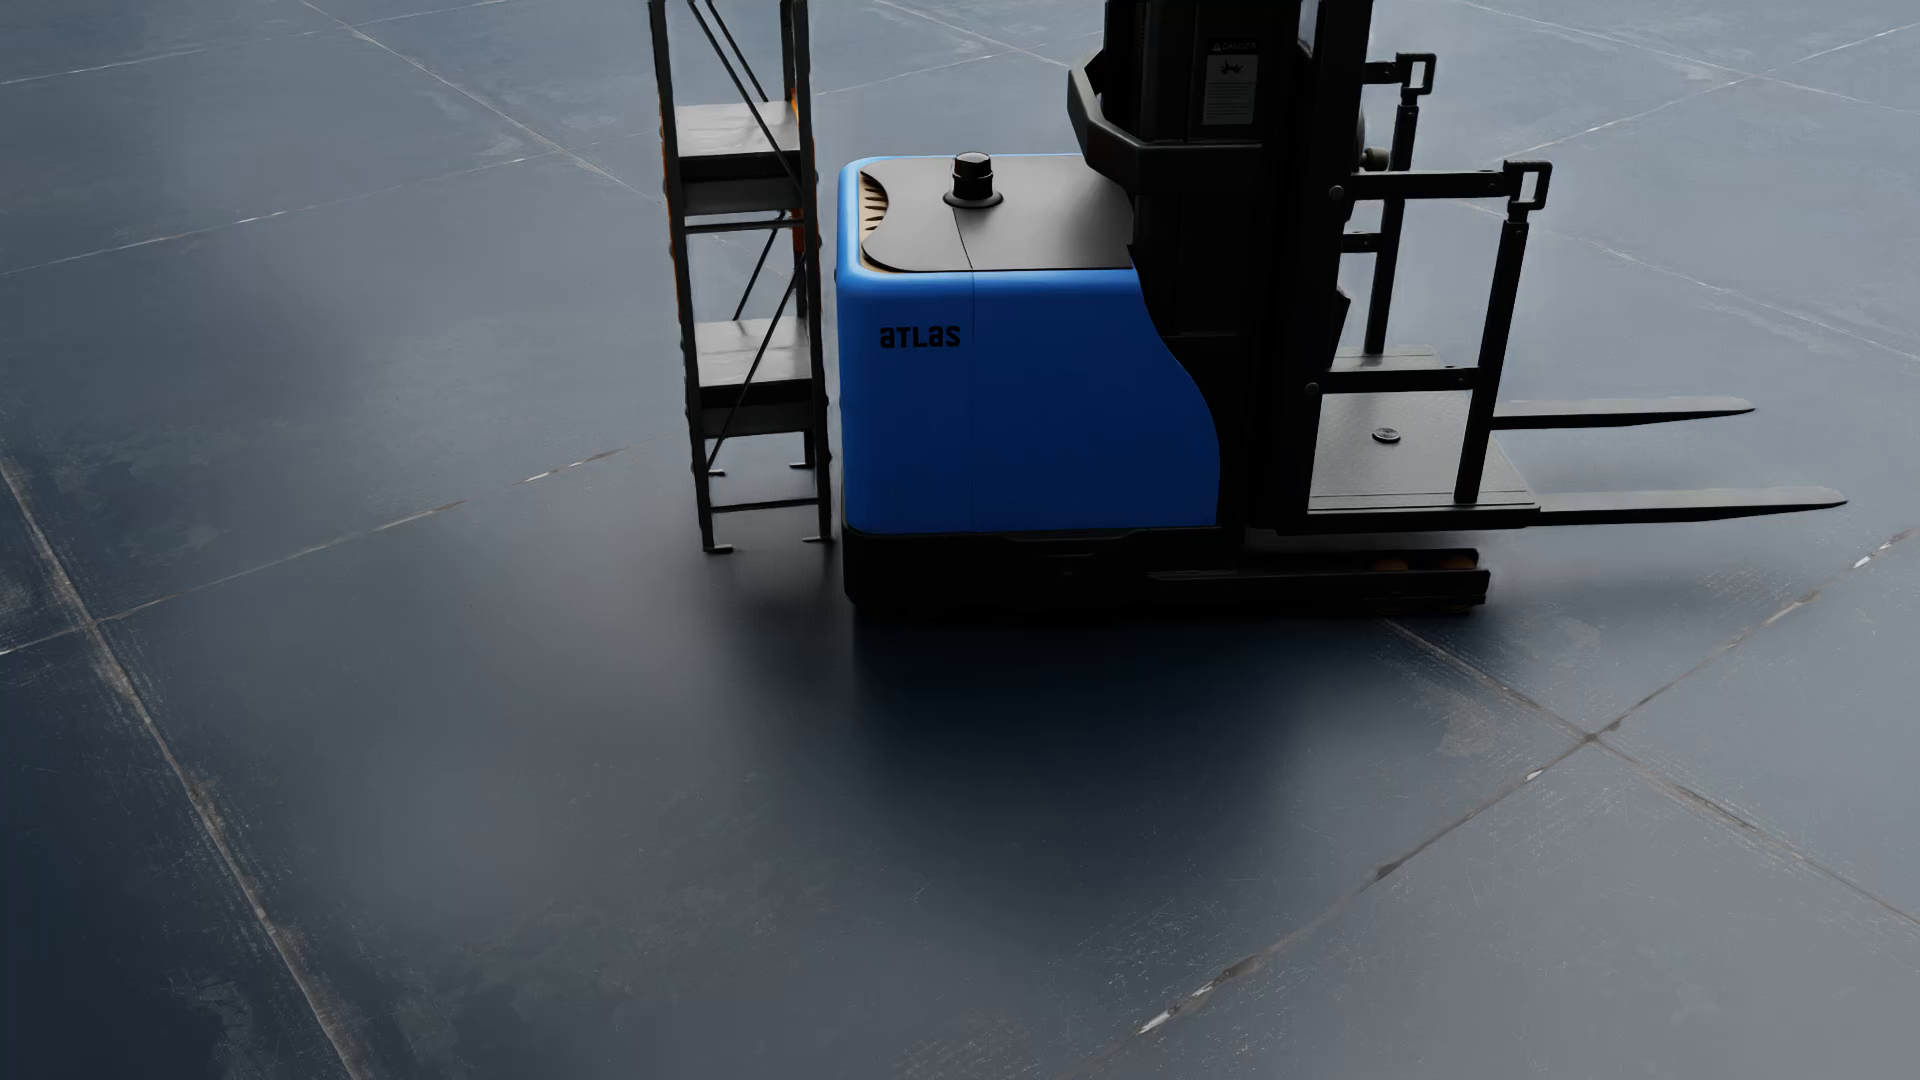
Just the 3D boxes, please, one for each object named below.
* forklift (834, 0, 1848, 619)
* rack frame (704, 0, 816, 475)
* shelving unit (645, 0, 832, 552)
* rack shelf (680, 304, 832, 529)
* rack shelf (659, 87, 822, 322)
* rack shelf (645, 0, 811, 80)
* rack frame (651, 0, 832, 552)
[{"bbox_3d":[1.151,-1.304,4.571,3.031,2.935,1.130,-2,32,-3],"label":"forklift"},{"bbox_3d":[-0.688,-1.129,5.078,0.400,2.100,0.015,-5,32,-8],"label":"rack frame"},{"bbox_3d":[-0.646,-1.003,4.874,0.431,2.100,0.503,-5,32,-8],"label":"shelving unit"},{"bbox_3d":[-0.646,-0.396,5.249,0.431,0.518,0.480,-5,32,-8],"label":"rack shelf"},{"bbox_3d":[-0.646,-0.991,4.881,0.431,0.518,0.480,-5,32,-8],"label":"rack shelf"},{"bbox_3d":[-0.646,-1.586,4.512,0.431,0.518,0.480,-5,32,-8],"label":"rack shelf"},{"bbox_3d":[-0.604,-0.876,4.669,0.400,2.100,0.015,-5,32,-8],"label":"rack frame"}]
